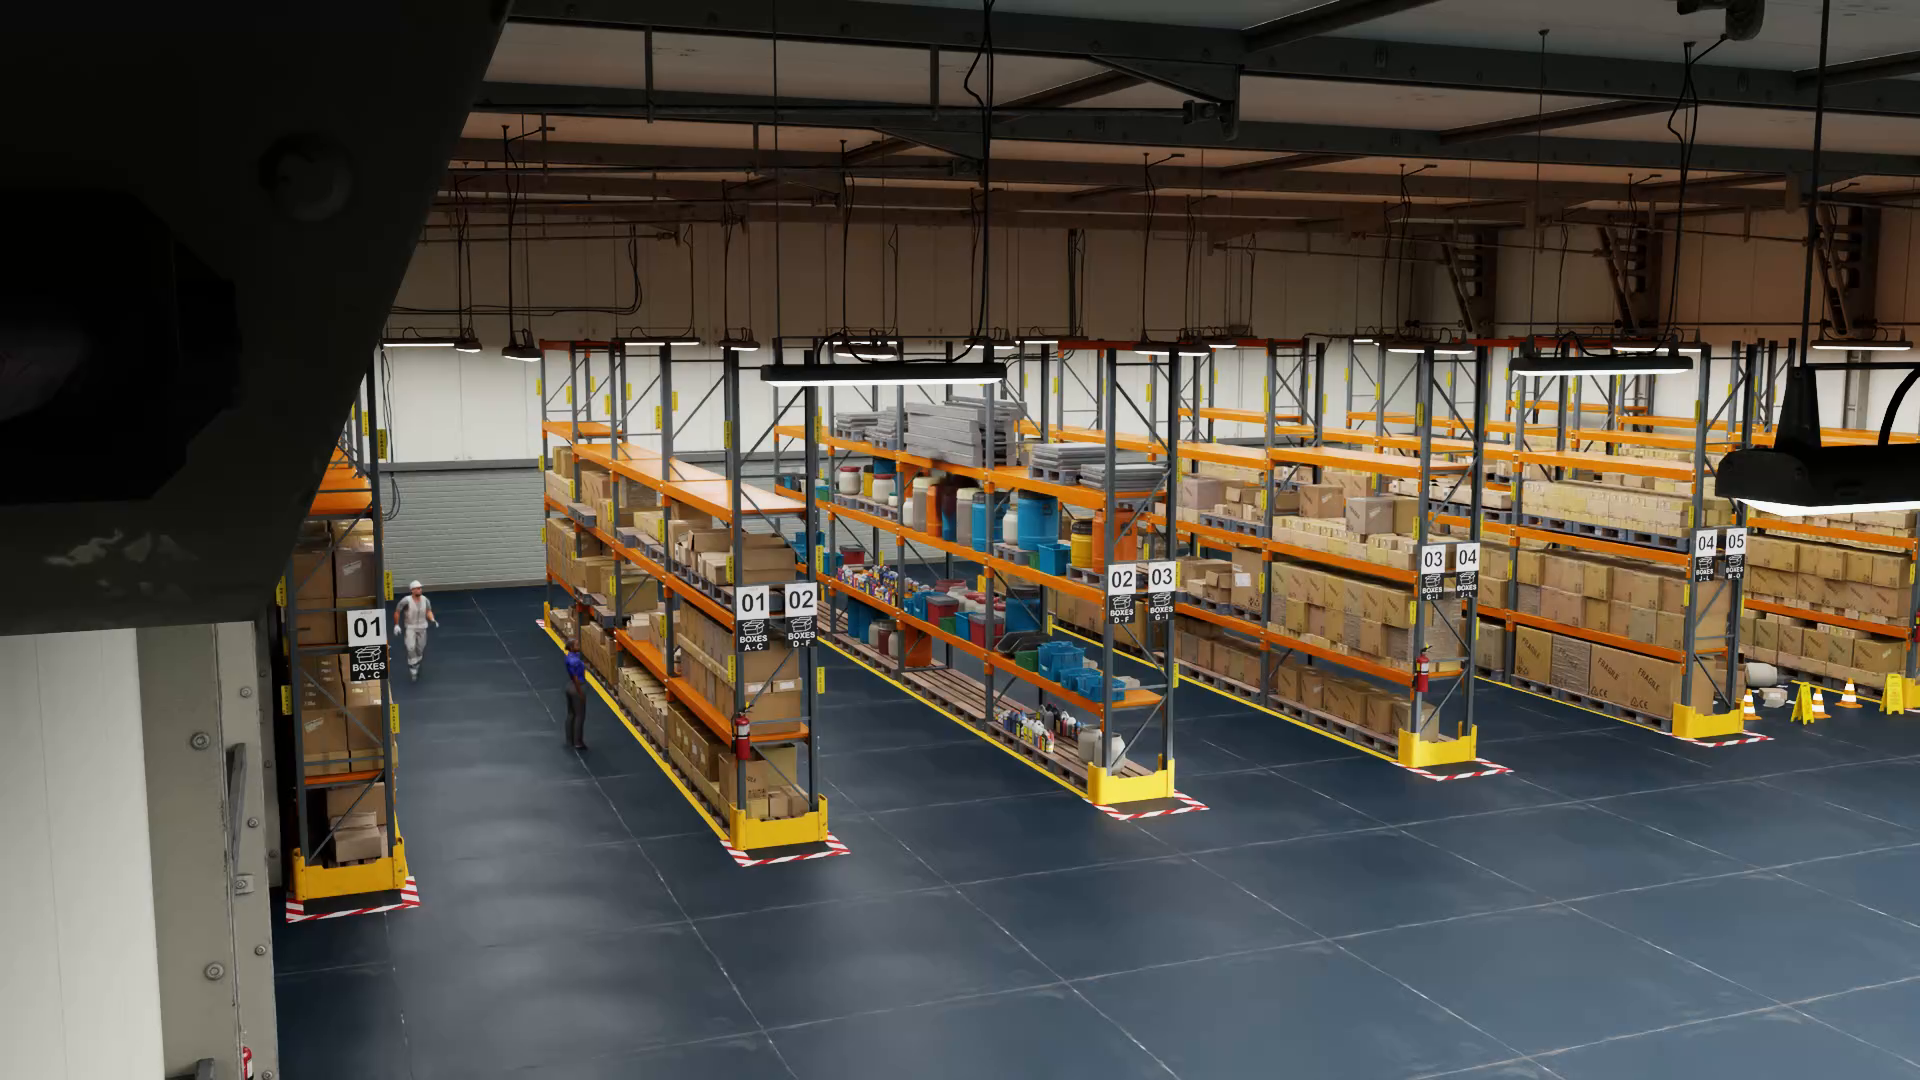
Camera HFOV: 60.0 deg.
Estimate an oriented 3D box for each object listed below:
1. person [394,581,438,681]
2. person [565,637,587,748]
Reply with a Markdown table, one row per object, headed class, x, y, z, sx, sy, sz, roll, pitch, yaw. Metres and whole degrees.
| class | x | y | z | sx | sy | sz | roll | pitch | yaw |
| --- | --- | --- | --- | --- | --- | --- | --- | --- | --- |
| person | -9.772 | 1.624 | 29.861 | 0.743 | 1.812 | 0.877 | -3 | 8 | -23 |
| person | -5.752 | 2.272 | 24.936 | 0.346 | 1.664 | 0.531 | -5 | 9 | -36 |
